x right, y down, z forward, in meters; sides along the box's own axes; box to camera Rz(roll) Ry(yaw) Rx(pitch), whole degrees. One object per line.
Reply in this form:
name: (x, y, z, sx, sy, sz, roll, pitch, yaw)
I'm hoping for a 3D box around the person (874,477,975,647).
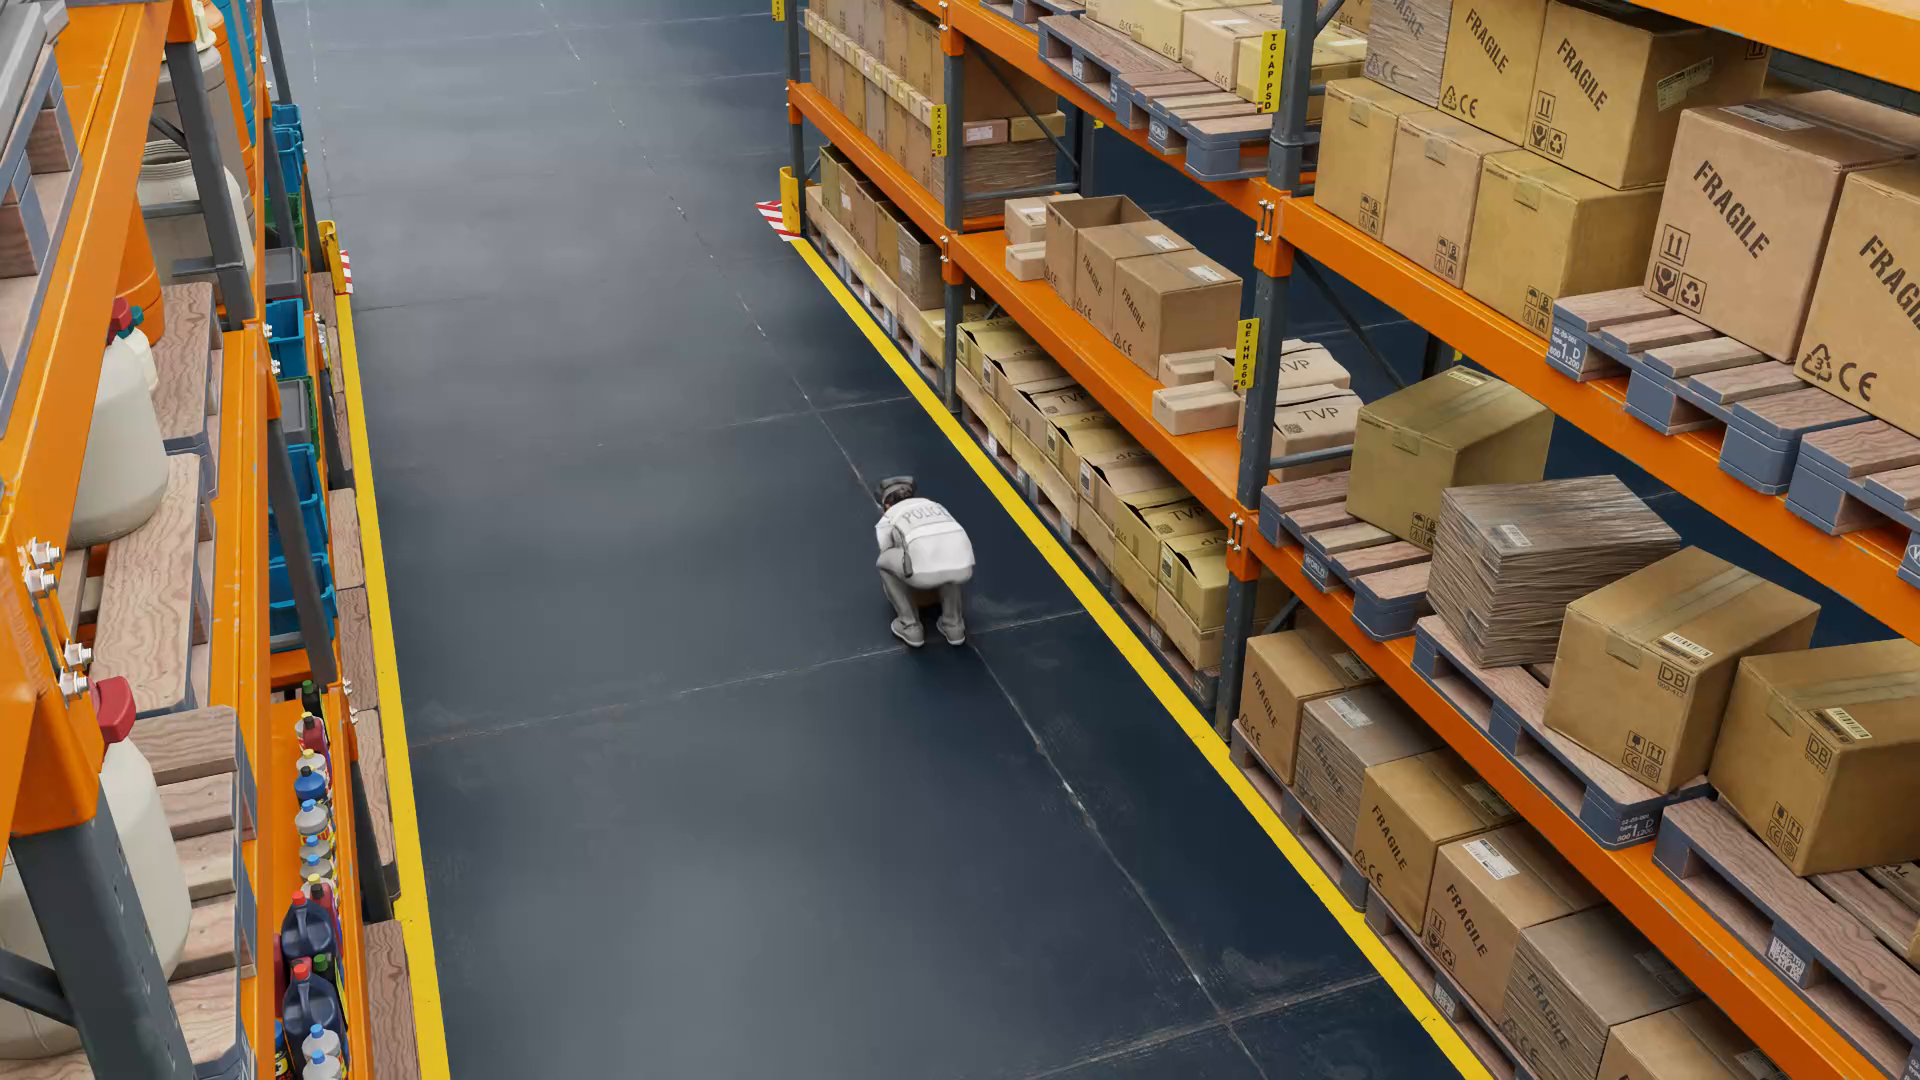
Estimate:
person: (-0.213, 0.139, 9.030, 0.472, 0.762, 0.914, -11, 32, -19)
